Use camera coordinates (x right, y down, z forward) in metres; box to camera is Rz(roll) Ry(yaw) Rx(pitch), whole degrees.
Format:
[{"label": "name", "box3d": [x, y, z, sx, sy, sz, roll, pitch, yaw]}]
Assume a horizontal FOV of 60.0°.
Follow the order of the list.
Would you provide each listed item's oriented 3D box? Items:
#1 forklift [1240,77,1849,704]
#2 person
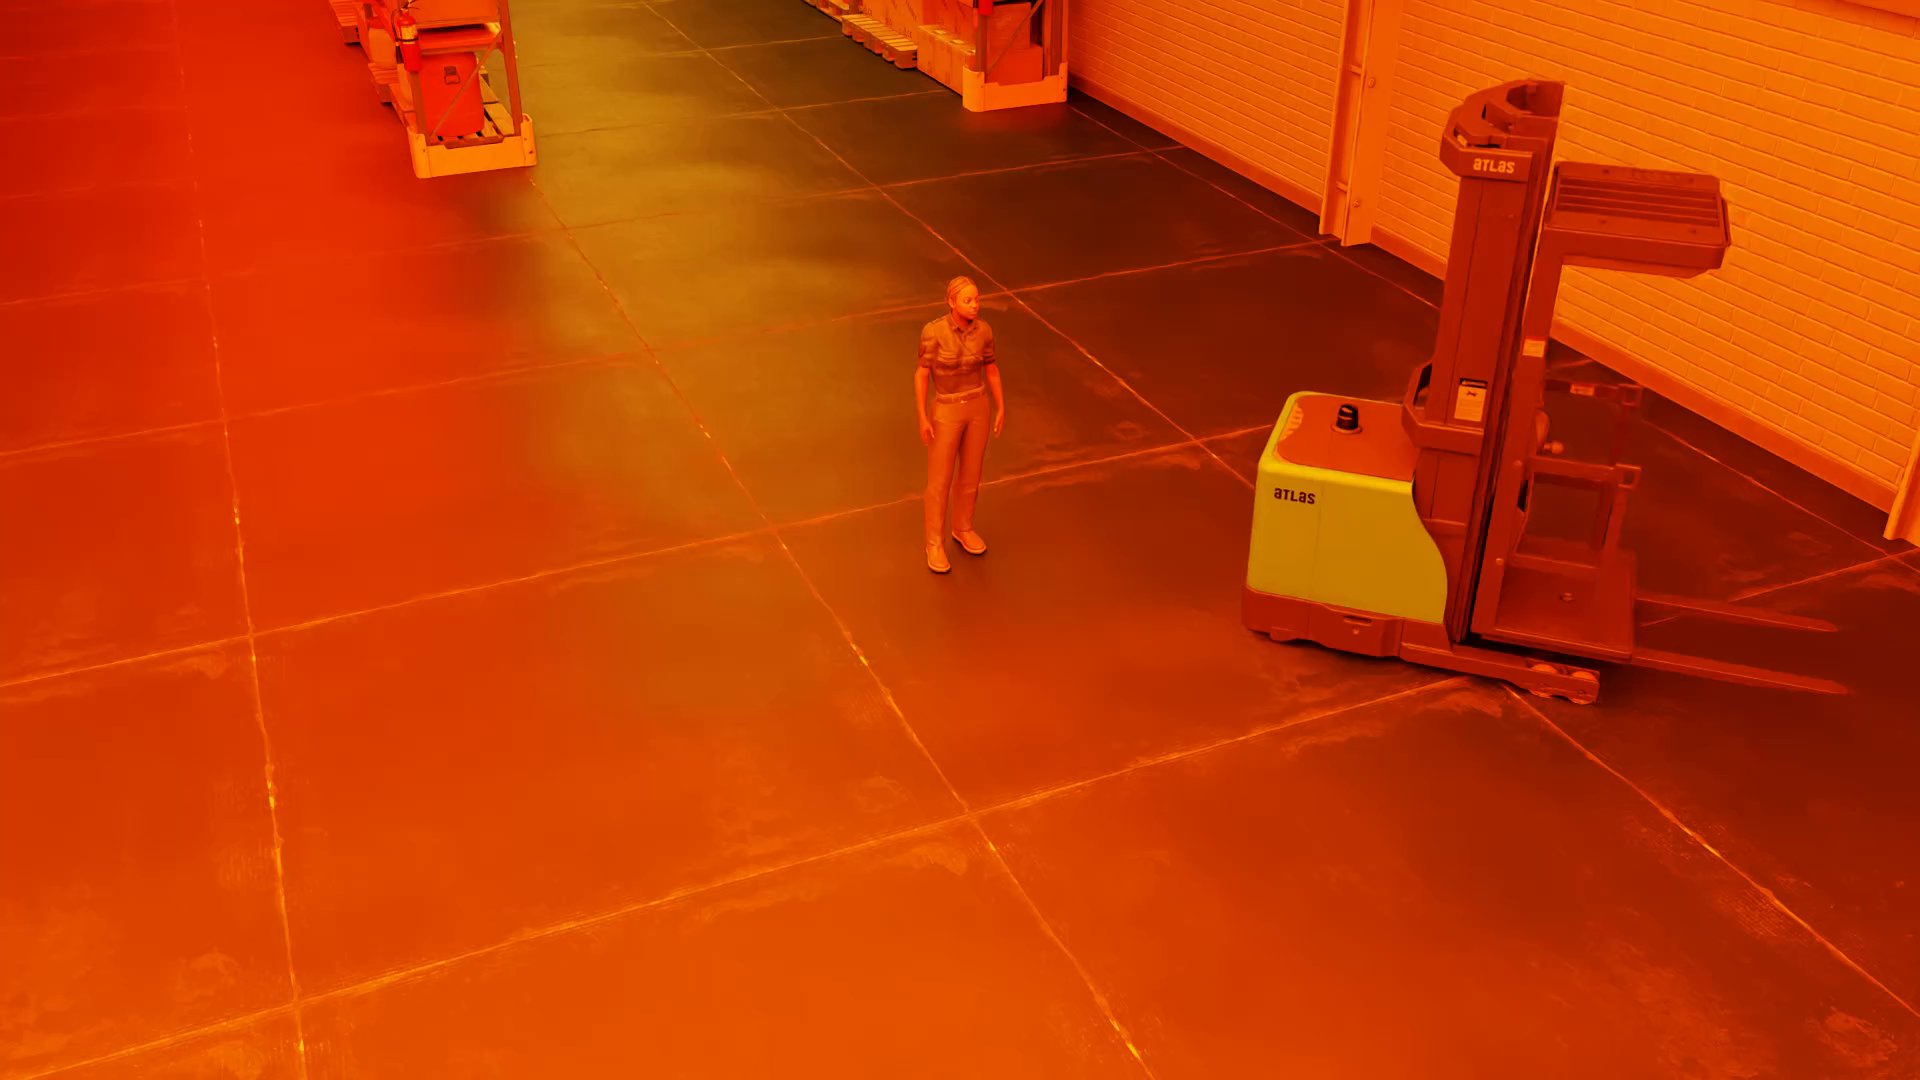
[{"label": "forklift", "box3d": [3.117, -0.723, 8.384, 3.031, 2.935, 1.130, 10, 31, 17]}, {"label": "person", "box3d": [0.017, -0.681, 9.582, 0.569, 1.654, 0.504, -12, 32, -20]}]
